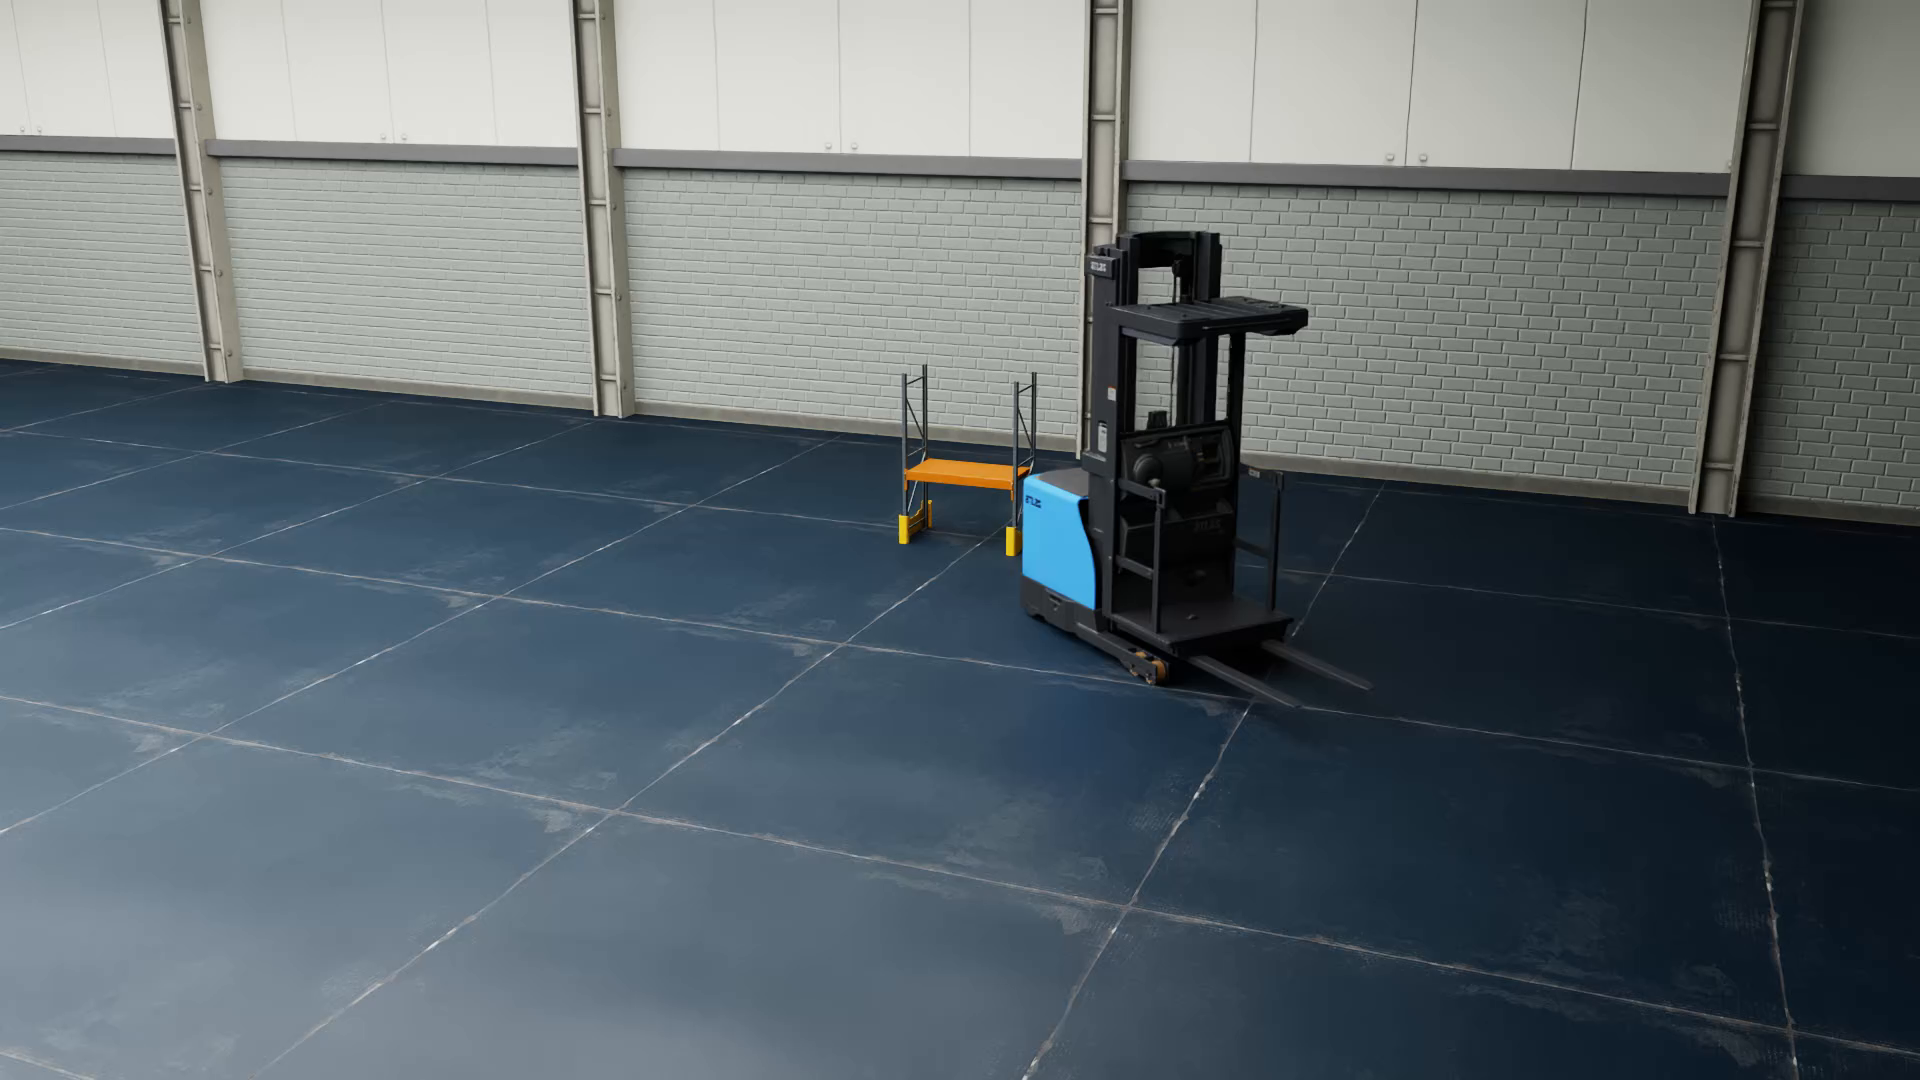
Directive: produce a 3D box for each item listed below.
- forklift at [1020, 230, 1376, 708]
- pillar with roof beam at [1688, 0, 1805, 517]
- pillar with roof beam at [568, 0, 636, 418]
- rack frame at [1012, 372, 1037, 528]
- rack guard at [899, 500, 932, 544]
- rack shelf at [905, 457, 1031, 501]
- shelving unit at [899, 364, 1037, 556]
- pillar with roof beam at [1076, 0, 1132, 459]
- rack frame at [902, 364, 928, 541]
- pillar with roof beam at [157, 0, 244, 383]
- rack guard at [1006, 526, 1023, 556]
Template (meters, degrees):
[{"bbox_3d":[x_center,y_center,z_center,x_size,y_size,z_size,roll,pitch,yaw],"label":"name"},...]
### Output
[{"bbox_3d":[1.622,-0.570,11.381,1.130,2.935,3.031,-9,18,-28],"label":"forklift"},{"bbox_3d":[5.472,-3.475,10.502,0.400,9.000,9.100,6,17,21],"label":"pillar with roof beam"},{"bbox_3d":[-5.691,-4.702,14.730,0.400,9.000,9.100,6,17,21],"label":"pillar with roof beam"},{"bbox_3d":[0.552,-0.660,14.255,0.032,1.500,0.500,6,17,21],"label":"rack frame"},{"bbox_3d":[-0.392,-0.163,14.787,0.087,0.250,0.587,6,17,21],"label":"rack guard"},{"bbox_3d":[0.079,-0.539,14.485,1.000,0.185,0.538,6,17,21],"label":"rack shelf"},{"bbox_3d":[0.071,-0.712,14.438,1.083,1.500,0.587,6,17,21],"label":"shelving unit"},{"bbox_3d":[-0.110,-4.088,12.616,0.400,9.000,9.100,6,17,21],"label":"pillar with roof beam"},{"bbox_3d":[-0.394,-0.764,14.614,0.032,1.500,0.500,6,17,21],"label":"rack frame"},{"bbox_3d":[-11.273,-5.316,16.844,0.400,9.000,9.100,6,17,21],"label":"pillar with roof beam"},{"bbox_3d":[0.534,-0.061,14.436,0.087,0.250,0.587,6,17,21],"label":"rack guard"}]
